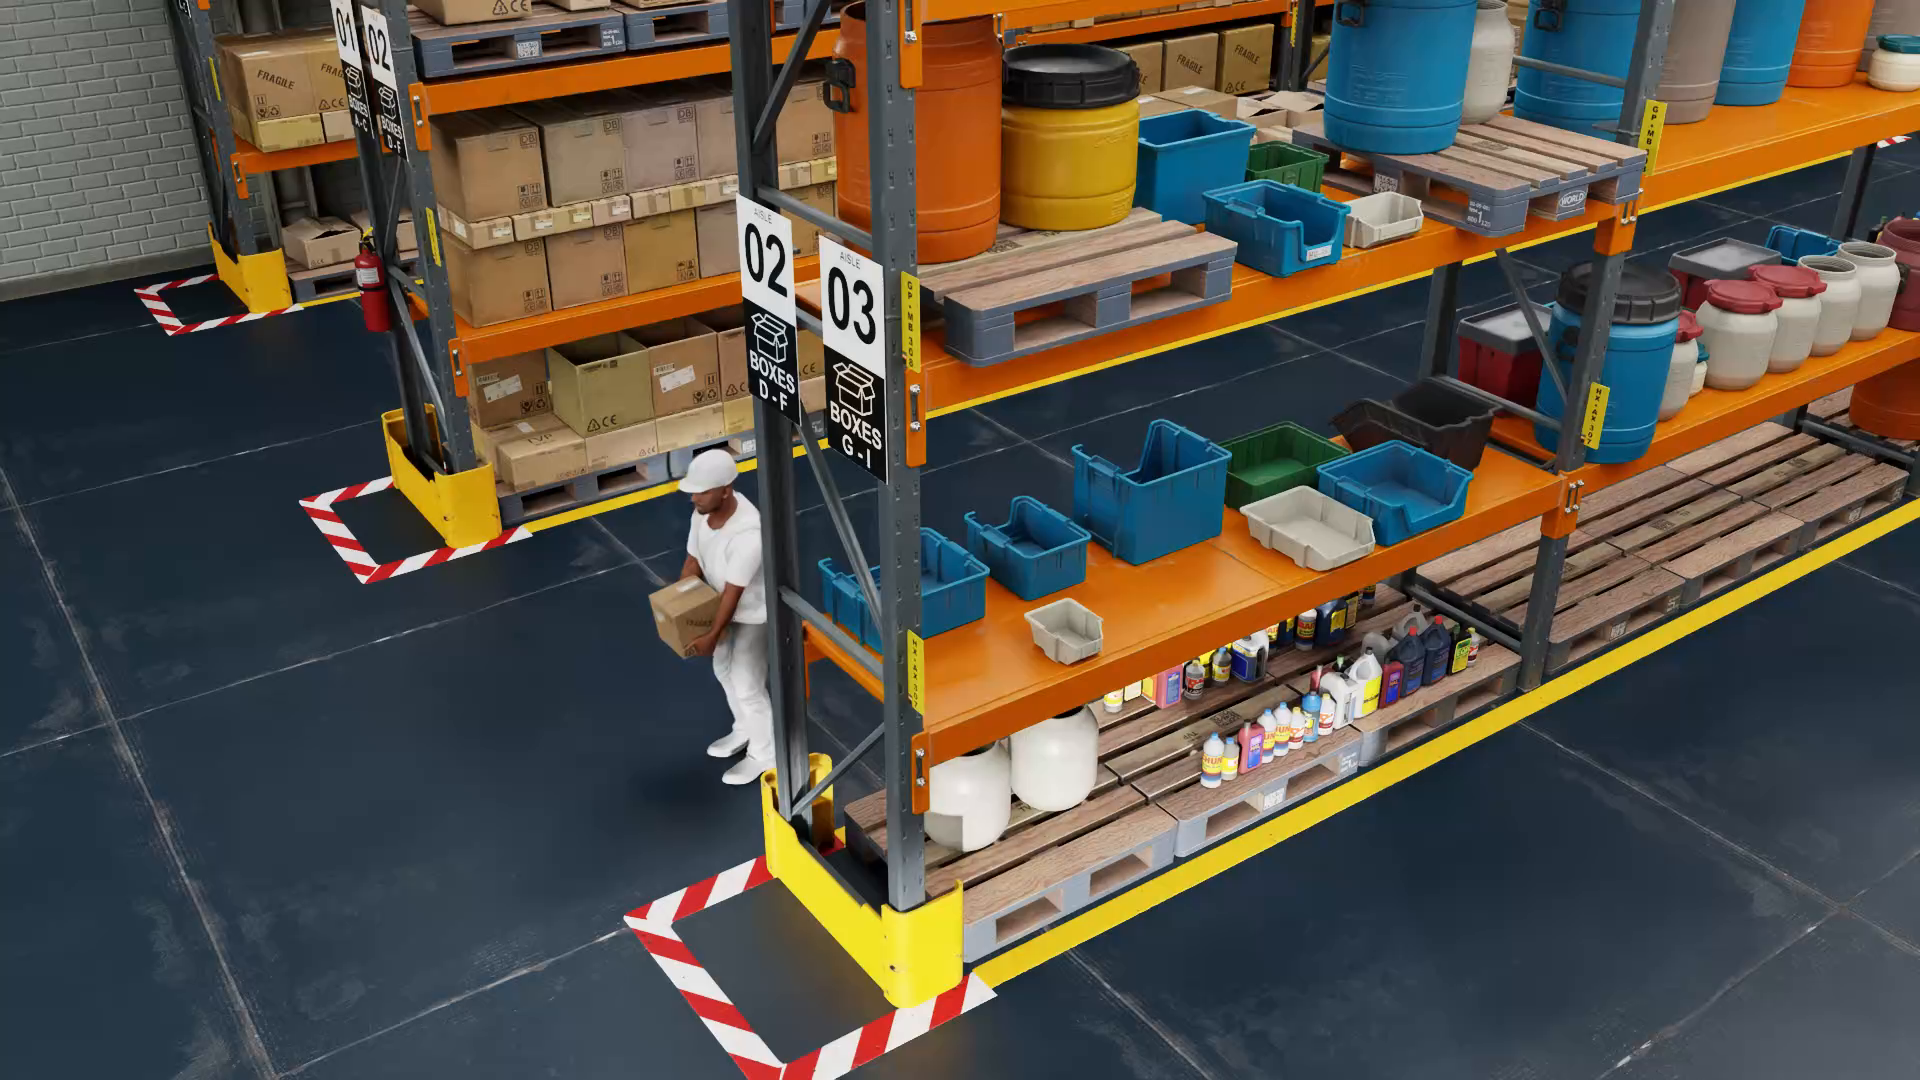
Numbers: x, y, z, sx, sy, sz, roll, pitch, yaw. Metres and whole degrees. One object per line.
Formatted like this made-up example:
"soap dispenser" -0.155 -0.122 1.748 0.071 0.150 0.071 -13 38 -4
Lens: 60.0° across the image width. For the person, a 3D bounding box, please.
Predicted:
"person" -1.114 0.365 7.943 0.586 1.747 0.502 -19 34 -31
